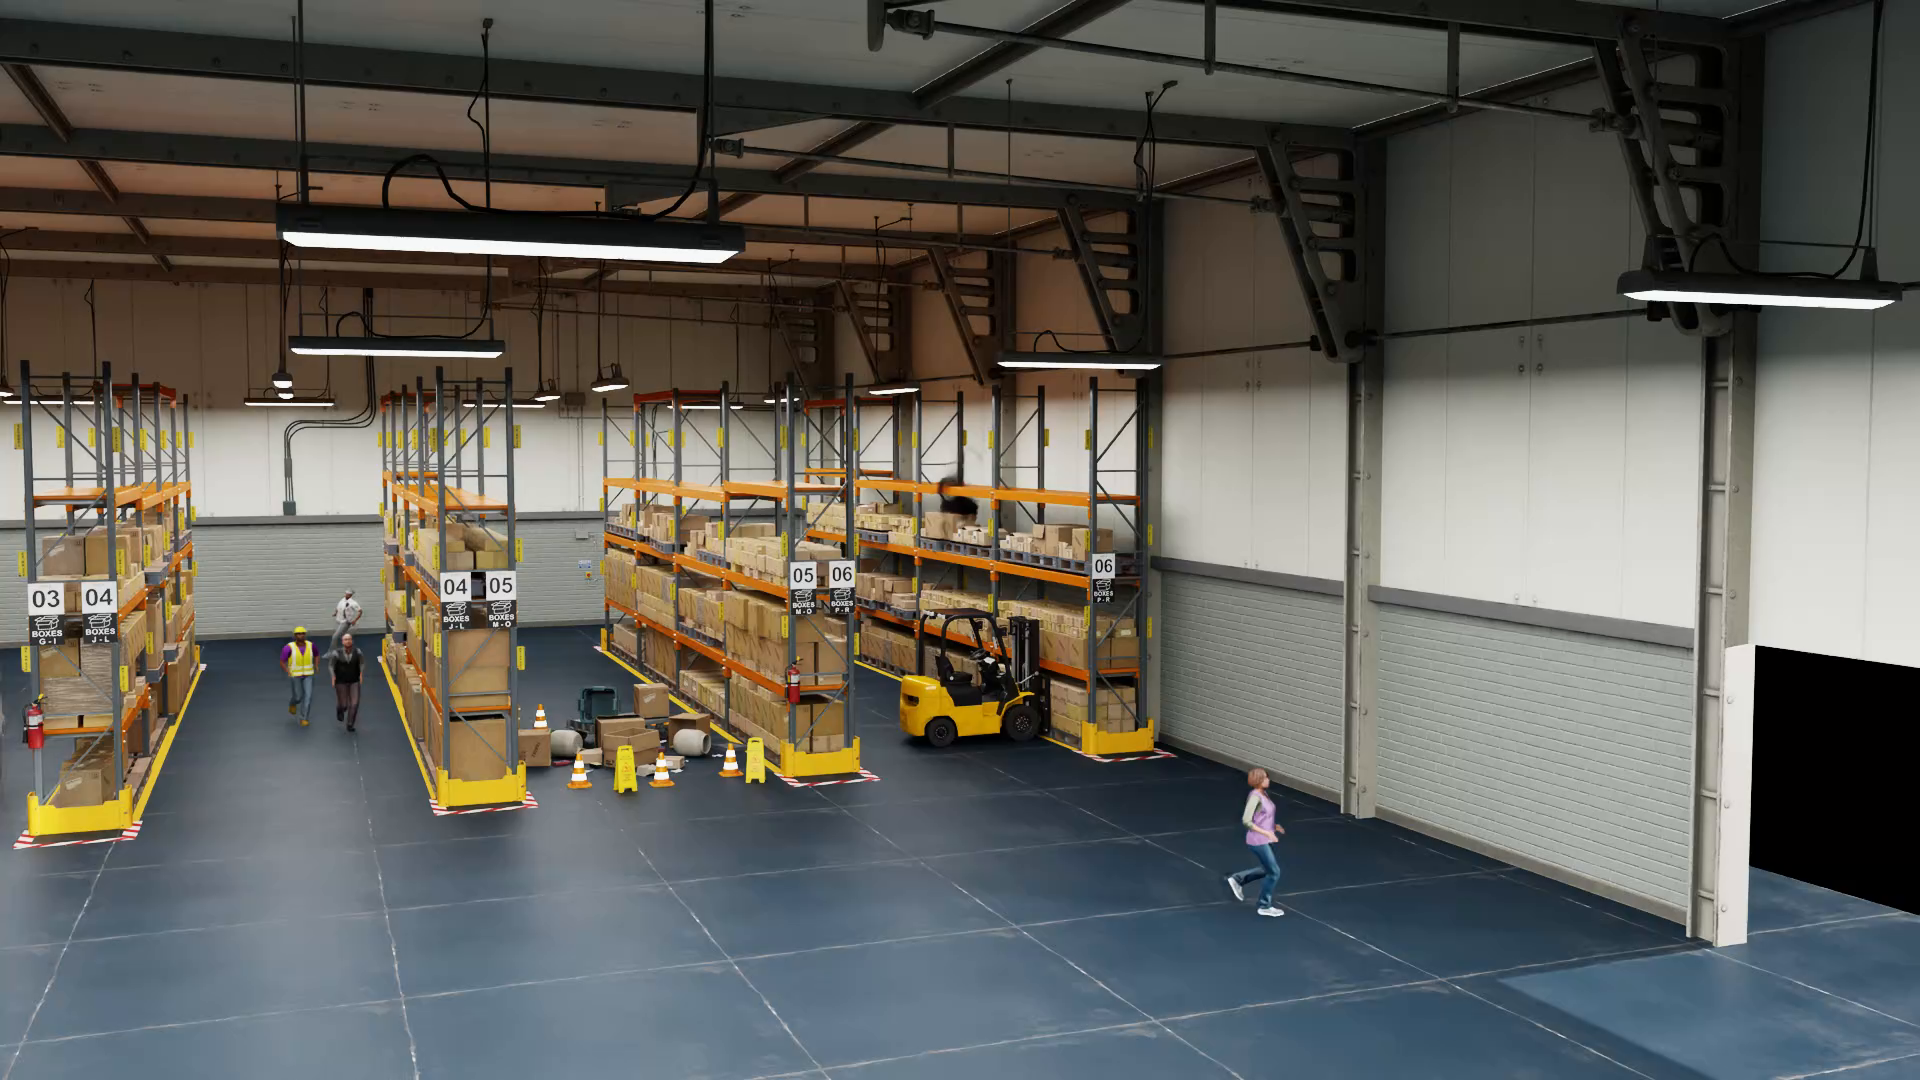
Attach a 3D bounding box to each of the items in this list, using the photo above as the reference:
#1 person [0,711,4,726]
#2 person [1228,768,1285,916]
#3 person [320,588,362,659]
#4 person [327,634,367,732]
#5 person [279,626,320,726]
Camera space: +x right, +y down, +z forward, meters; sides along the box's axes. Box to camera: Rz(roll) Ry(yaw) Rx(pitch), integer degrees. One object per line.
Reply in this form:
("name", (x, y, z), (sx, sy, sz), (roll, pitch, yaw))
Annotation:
("person", (-13.229, 2.780, 22.299), (0.605, 1.814, 0.711), (-1, 4, -23))
("person", (3.113, 3.171, 17.511), (0.608, 1.549, 0.538), (1, 4, 22))
("person", (-14.269, 1.891, 38.206), (0.870, 1.620, 0.763), (-3, 4, -36))
("person", (-10.564, 2.448, 28.681), (0.645, 1.675, 0.637), (-2, 4, -28))
("person", (-11.569, 2.383, 29.220), (0.700, 1.738, 0.801), (-2, 4, -35))
